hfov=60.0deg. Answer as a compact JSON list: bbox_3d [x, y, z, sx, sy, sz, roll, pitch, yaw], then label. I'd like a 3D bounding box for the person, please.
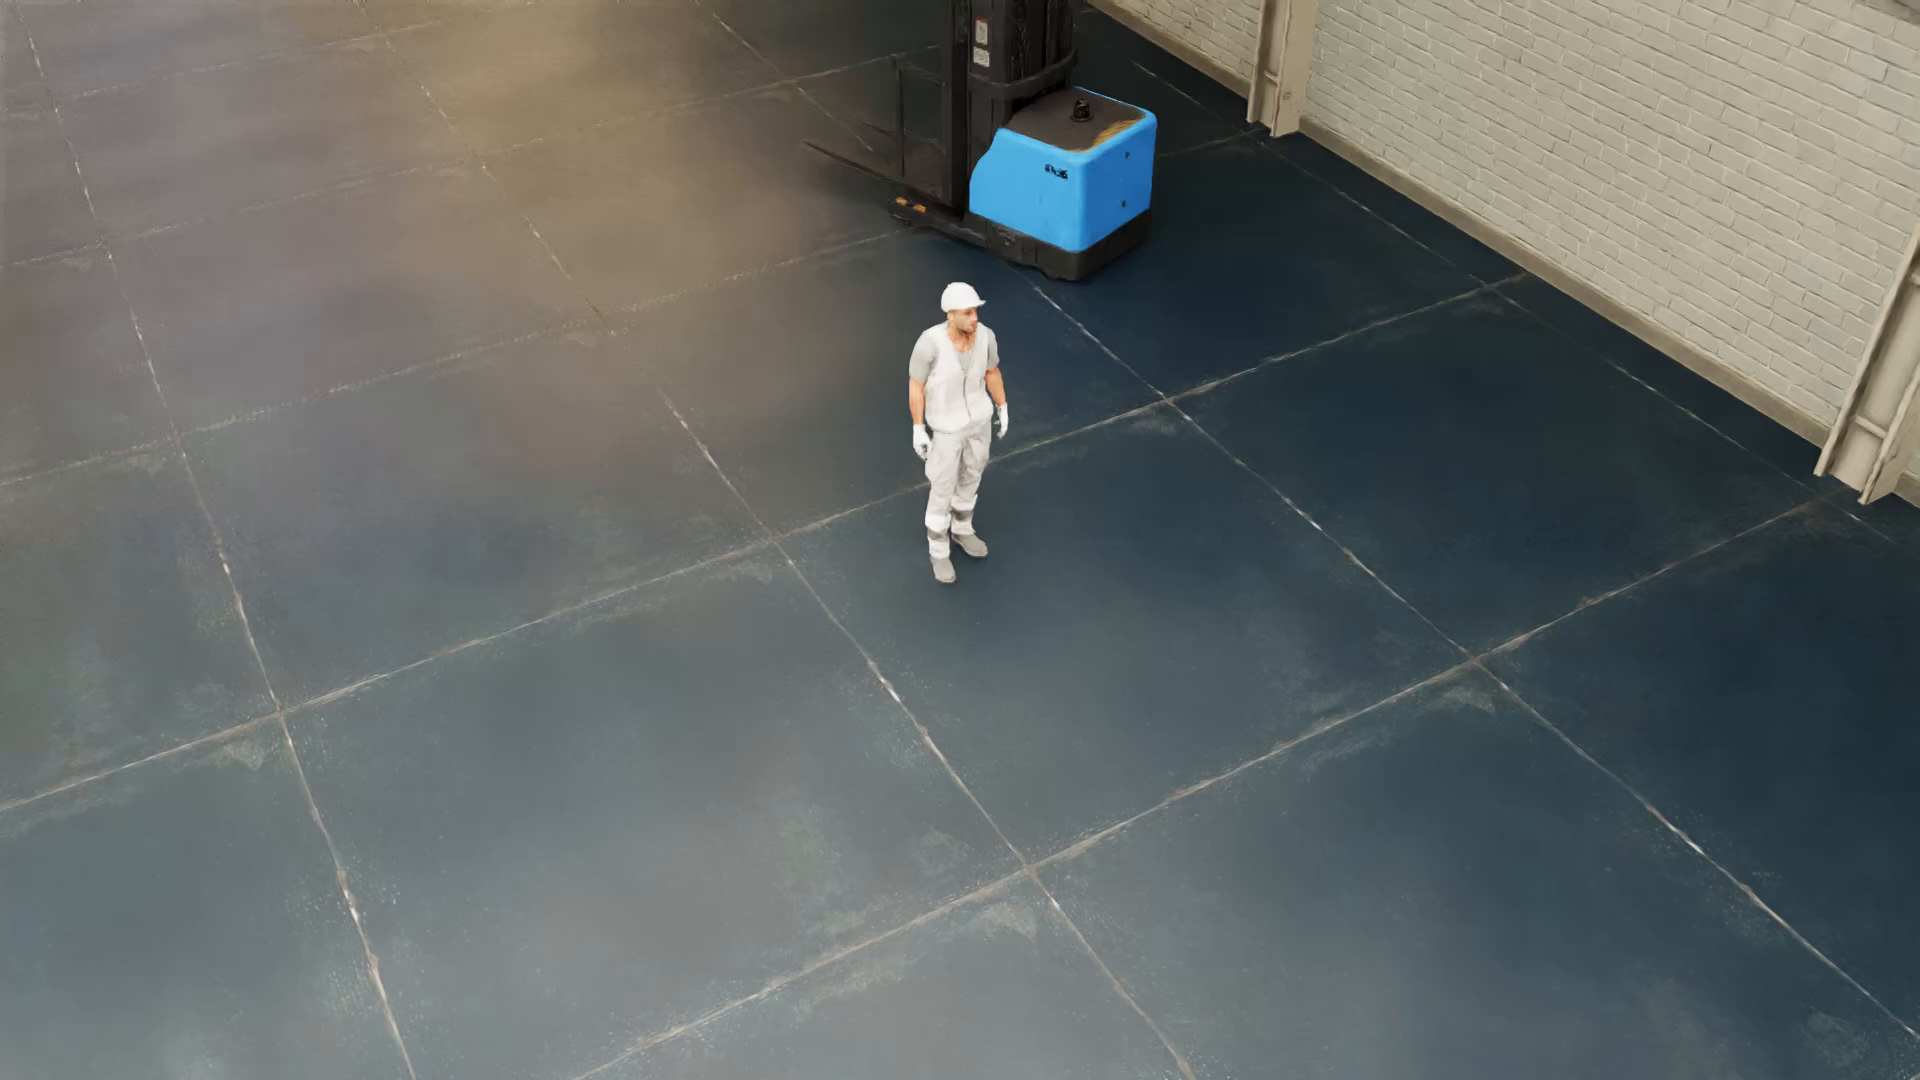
[{"bbox_3d":[0.031,-0.646,9.699,0.637,1.787,0.563,-20,44,-23],"label":"person"}]

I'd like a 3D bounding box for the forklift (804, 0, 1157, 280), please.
[{"bbox_3d":[0.048,-3.887,12.723,3.031,2.935,1.130,28,47,30],"label":"forklift"}]
